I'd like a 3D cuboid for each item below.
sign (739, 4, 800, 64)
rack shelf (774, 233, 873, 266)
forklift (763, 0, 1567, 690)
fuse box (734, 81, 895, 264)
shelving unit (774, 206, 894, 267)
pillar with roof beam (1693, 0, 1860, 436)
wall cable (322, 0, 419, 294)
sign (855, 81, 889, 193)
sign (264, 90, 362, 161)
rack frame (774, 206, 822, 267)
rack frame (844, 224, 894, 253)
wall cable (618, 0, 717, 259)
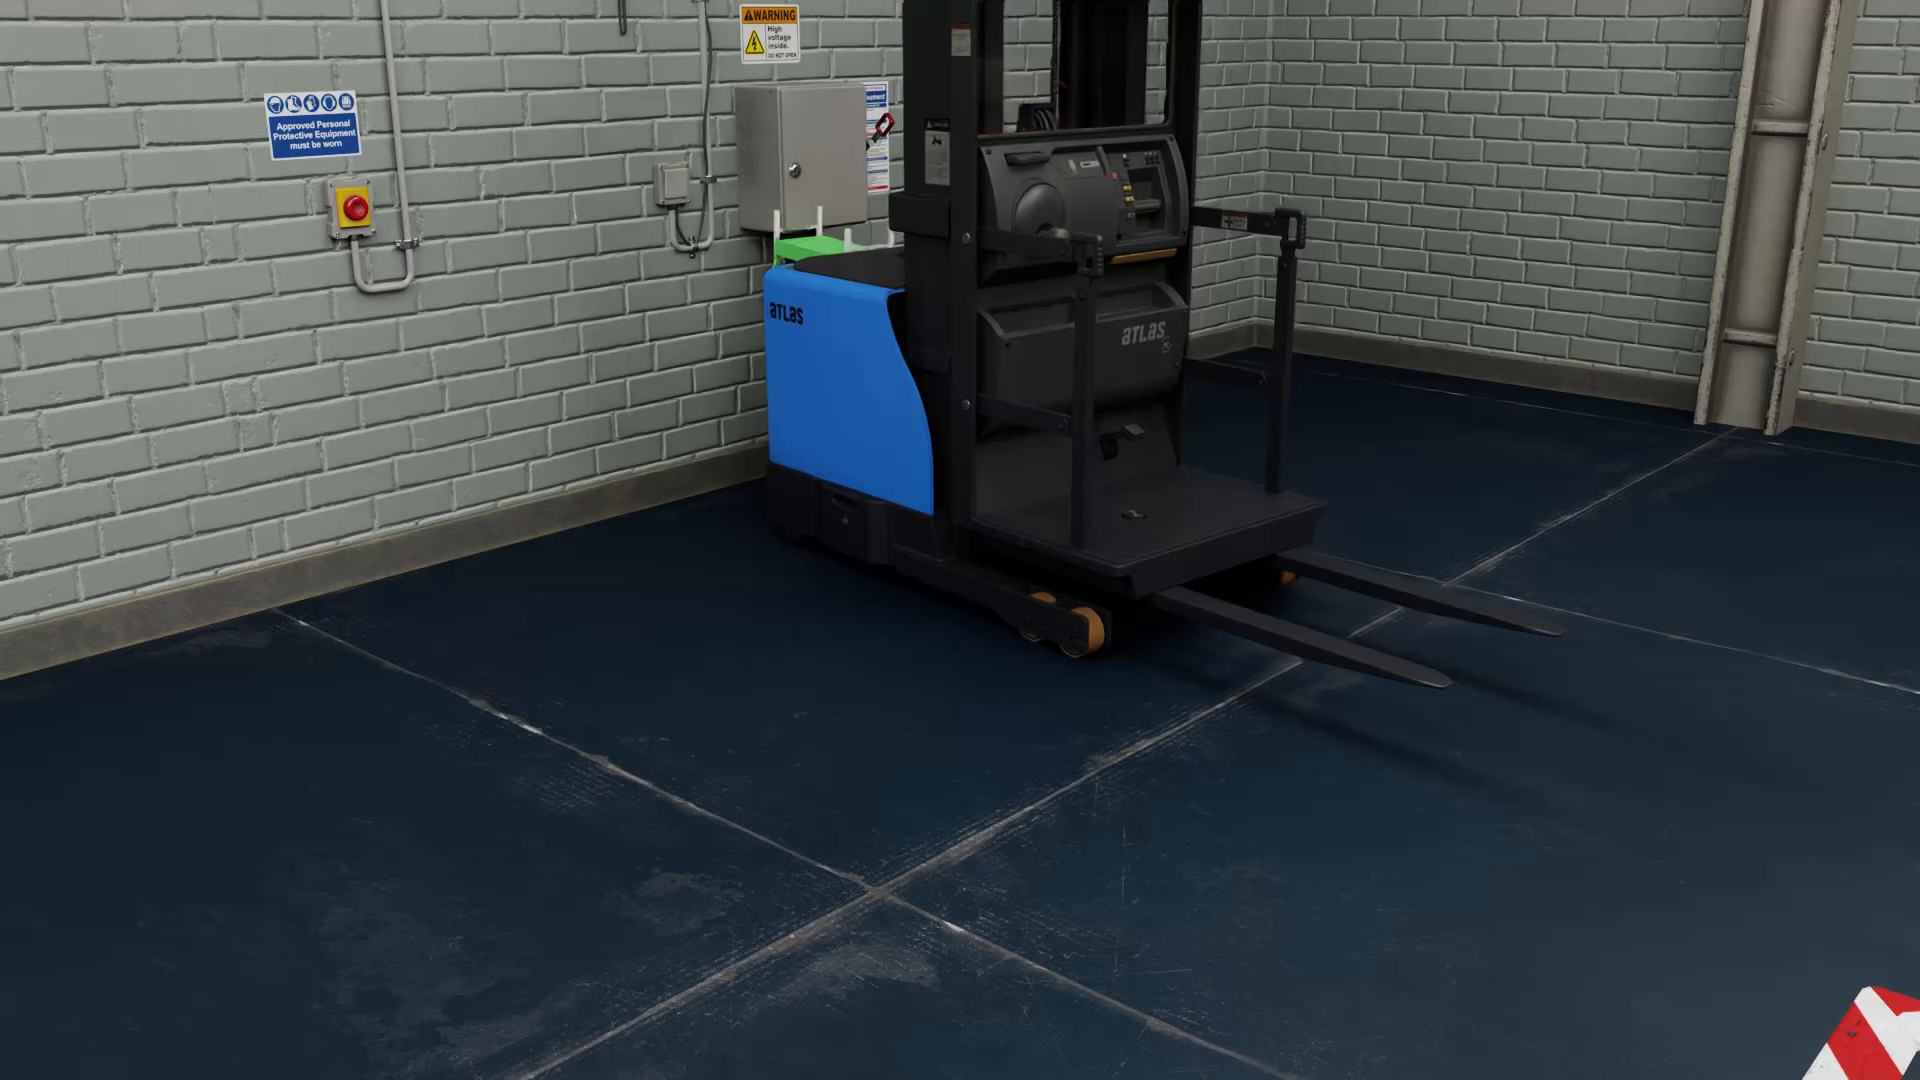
[{"bbox_3d":[-0.804,-2.147,7.054,0.001,0.242,0.339,15,23,39],"label":"sign"},{"bbox_3d":[-0.528,-1.152,6.892,0.258,0.148,0.480,-15,26,-39],"label":"rack shelf"},{"bbox_3d":[0.579,-1.186,5.505,1.130,2.935,3.031,-15,23,-39],"label":"forklift"},{"bbox_3d":[-0.612,-1.111,7.282,0.414,1.711,0.539,15,23,39],"label":"fuse box"},{"bbox_3d":[-0.545,-0.762,7.035,0.258,1.200,0.503,-15,26,-39],"label":"shelving unit"},{"bbox_3d":[1.133,-3.906,4.044,0.400,9.000,9.100,15,23,39],"label":"pillar with roof beam"},{"bbox_3d":[-2.116,-1.778,5.524,0.123,1.953,0.585,15,23,39],"label":"wall cable"},{"bbox_3d":[-0.439,-1.833,7.585,0.001,0.494,0.329,15,23,39],"label":"sign"},{"bbox_3d":[-2.193,-1.409,5.645,0.001,0.218,0.327,15,23,39],"label":"sign"},{"bbox_3d":[-0.705,-0.832,7.206,0.240,1.200,0.015,-15,26,-39],"label":"rack frame"},{"bbox_3d":[-0.386,-0.692,6.865,0.240,1.200,0.015,-15,26,-39],"label":"rack frame"},{"bbox_3d":[-1.183,-2.086,6.547,0.122,1.984,0.588,15,23,39],"label":"wall cable"}]
